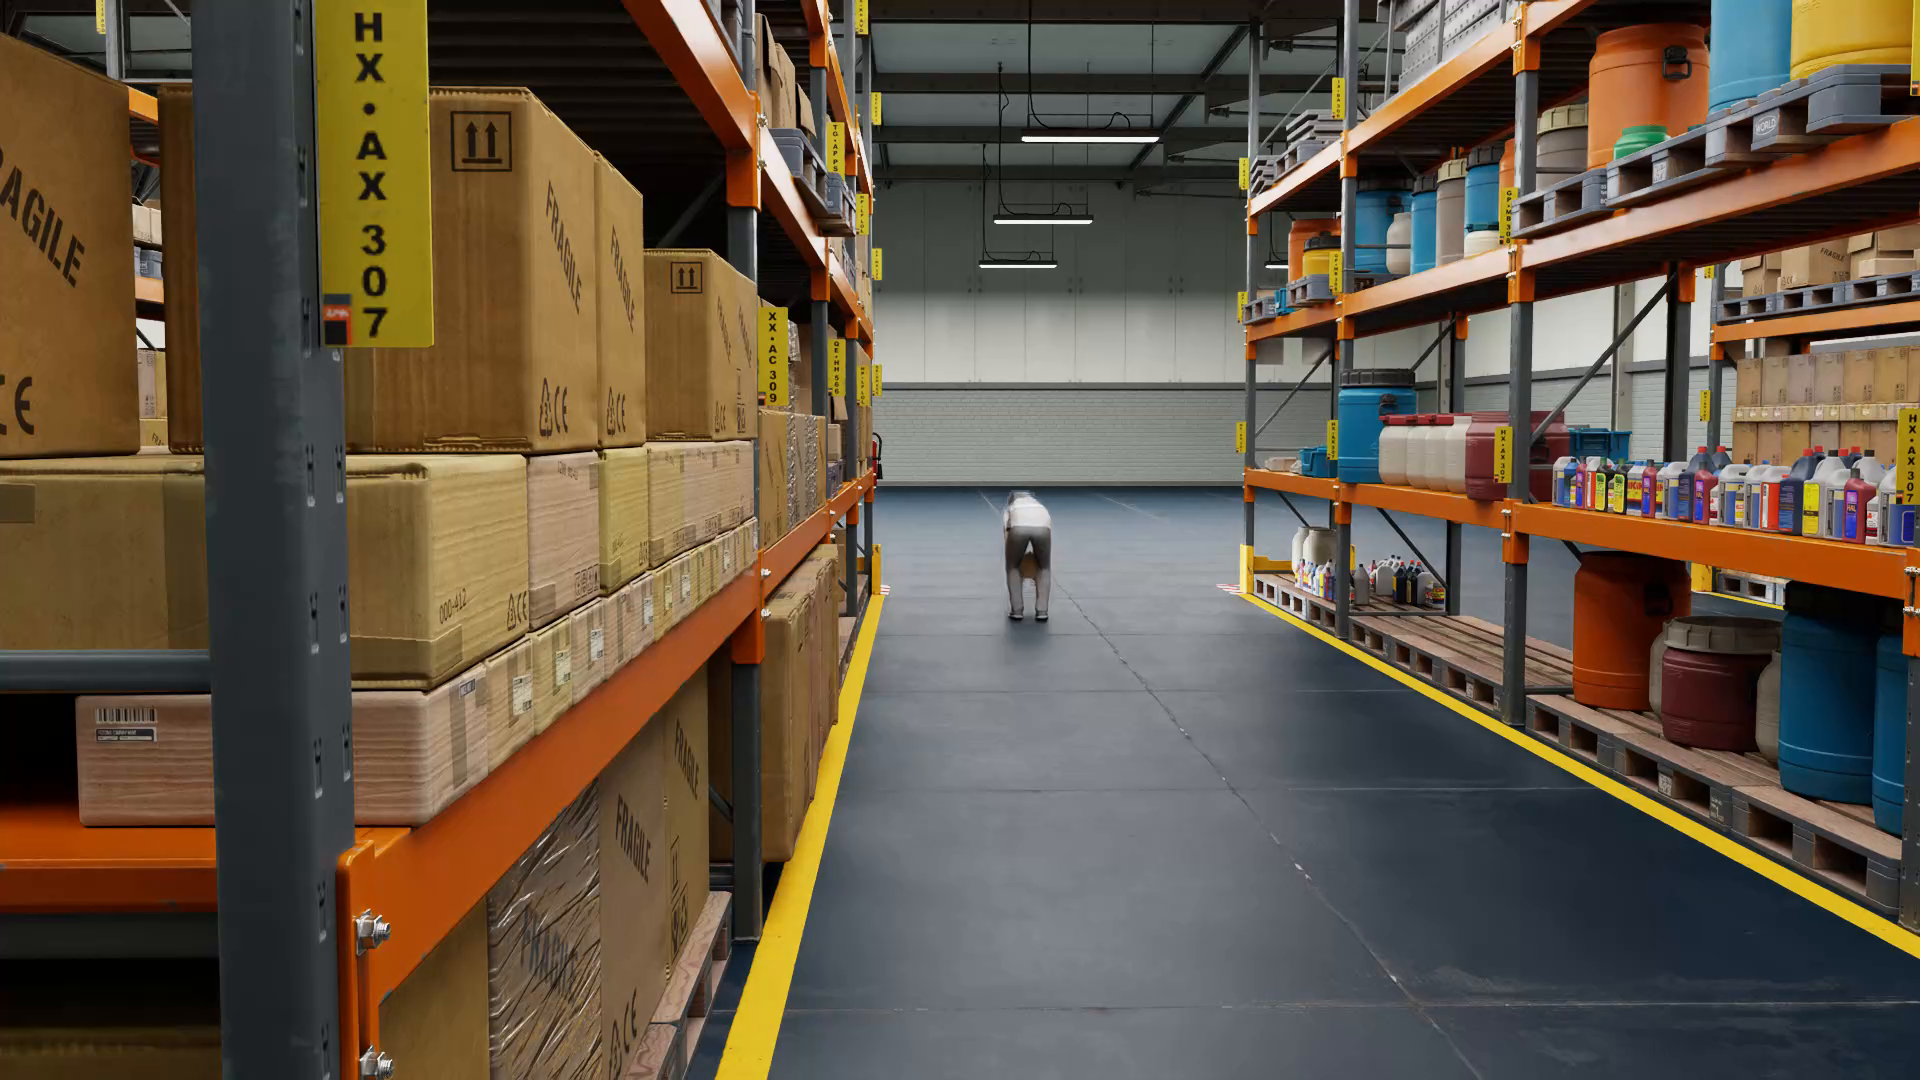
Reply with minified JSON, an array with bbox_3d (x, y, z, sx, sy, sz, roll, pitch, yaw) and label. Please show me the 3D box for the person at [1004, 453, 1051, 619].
[{"bbox_3d":[0.611,-0.039,15.241,0.411,1.515,0.717,0,4,-3],"label":"person"}]
